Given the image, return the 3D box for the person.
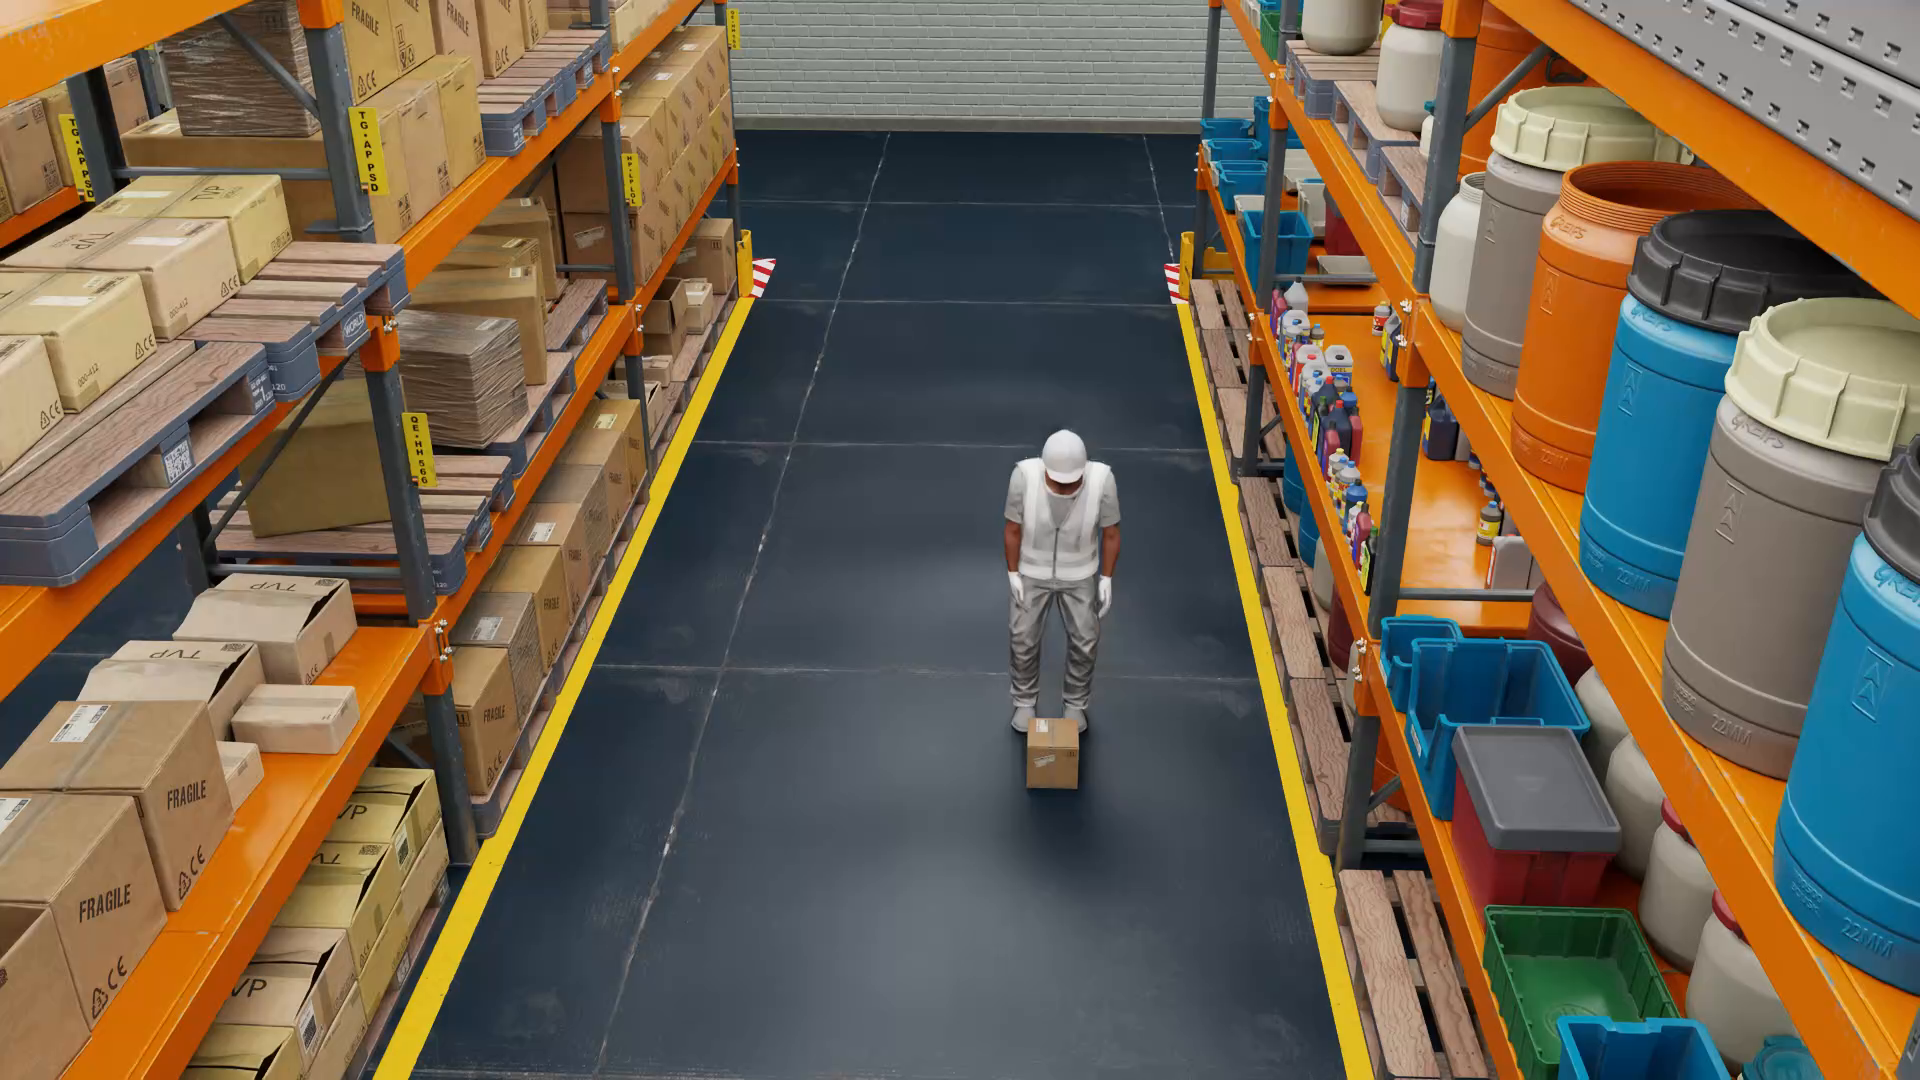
[{"bbox_3d":[0.504,0.191,8.318,0.580,1.709,0.497,2,28,4],"label":"person"}]
